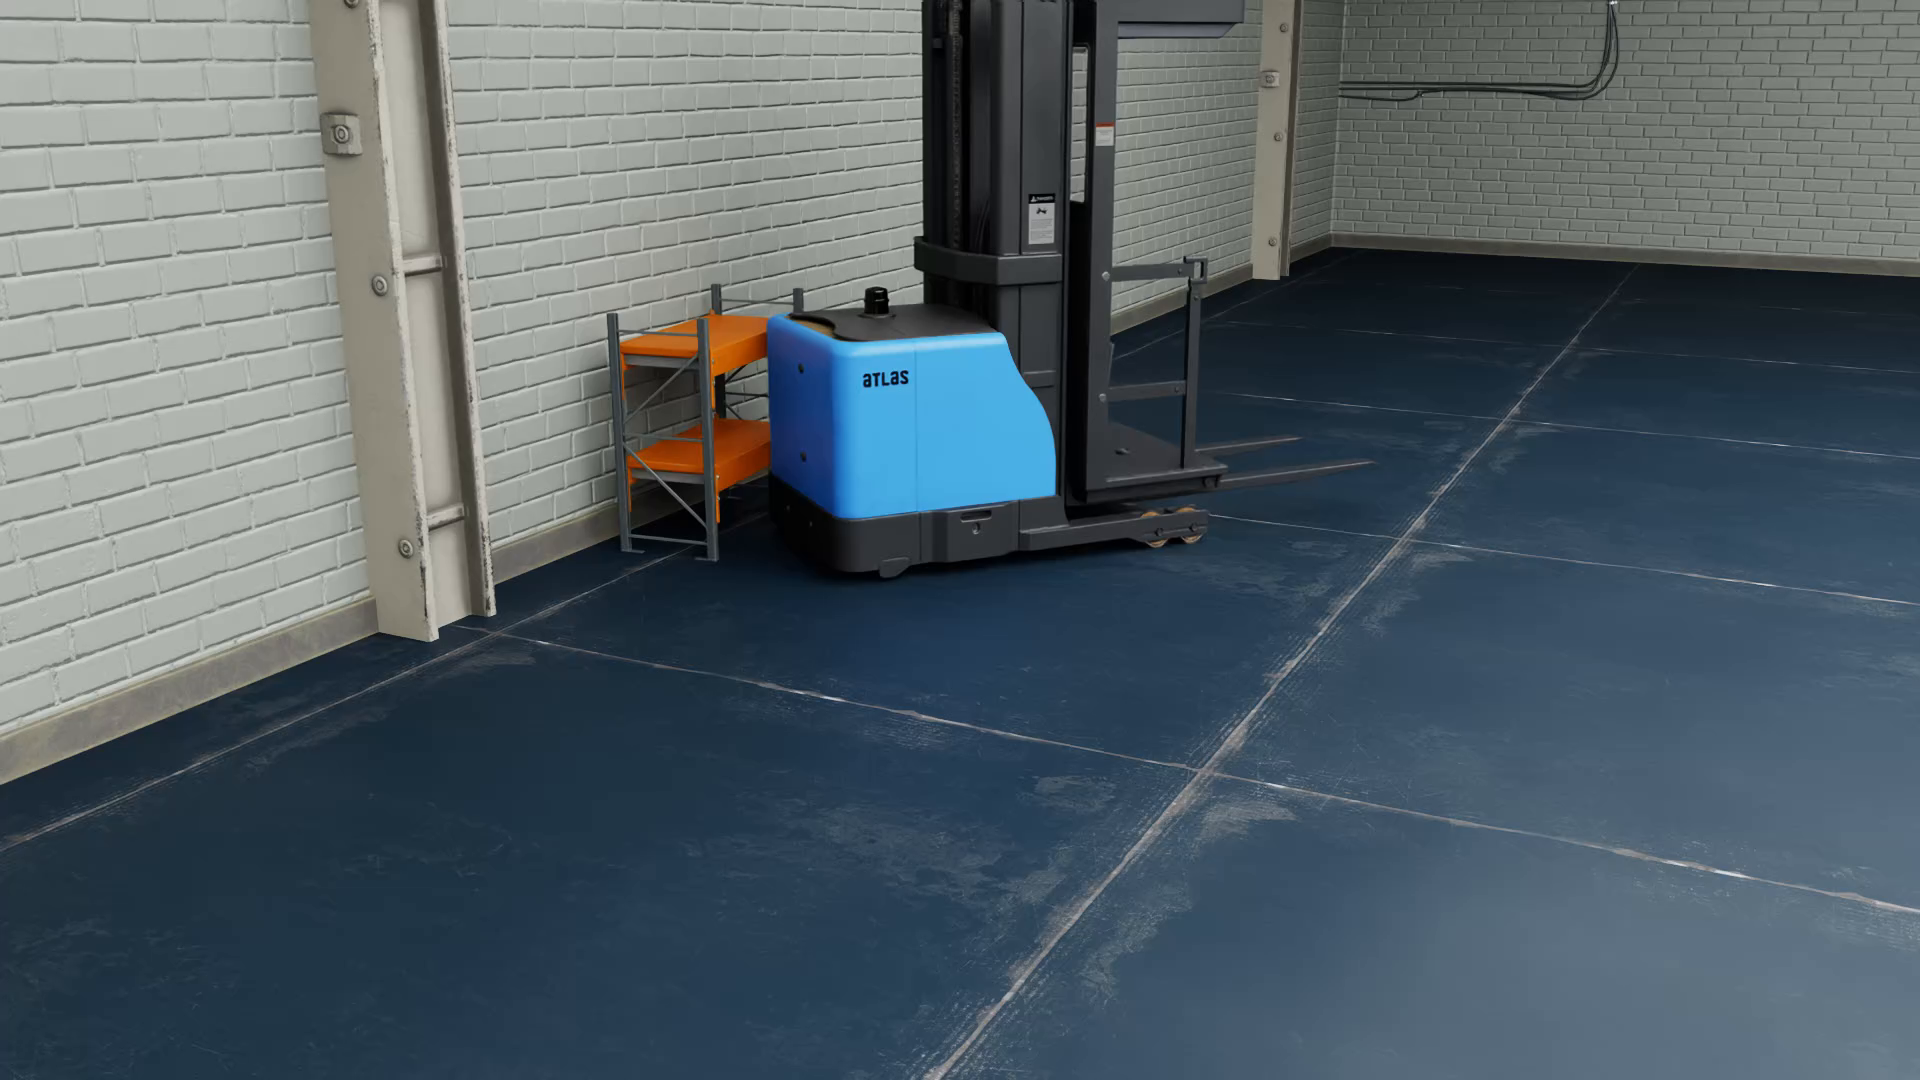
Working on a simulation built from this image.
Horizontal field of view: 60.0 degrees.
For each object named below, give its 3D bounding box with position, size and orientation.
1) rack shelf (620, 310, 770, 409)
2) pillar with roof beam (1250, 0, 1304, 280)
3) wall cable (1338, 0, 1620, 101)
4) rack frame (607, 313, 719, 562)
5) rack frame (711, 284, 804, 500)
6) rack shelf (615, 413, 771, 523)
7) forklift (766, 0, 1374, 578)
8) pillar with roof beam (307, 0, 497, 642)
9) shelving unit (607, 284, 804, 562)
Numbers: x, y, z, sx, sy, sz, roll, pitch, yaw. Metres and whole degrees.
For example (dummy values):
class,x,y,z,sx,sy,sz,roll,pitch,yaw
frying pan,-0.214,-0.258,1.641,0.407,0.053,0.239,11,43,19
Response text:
class,x,y,z,sx,sy,sz,roll,pitch,yaw
rack shelf,-1.192,-0.883,7.995,0.538,0.278,1.000,6,17,18
pillar with roof beam,7.044,-6.485,14.052,9.100,9.000,0.400,8,18,25
wall cable,5.692,-6.126,18.298,3.097,2.526,0.112,8,18,25
rack frame,-1.359,-0.466,7.618,0.500,1.125,0.032,6,17,18
rack frame,-1.025,-0.739,8.538,0.500,1.125,0.032,6,17,18
rack shelf,-1.192,-0.368,8.147,0.538,0.278,1.000,6,17,18
forklift,0.632,-1.499,7.925,3.031,2.935,1.130,-8,18,-24
pillar with roof beam,1.682,-3.428,3.761,9.100,9.000,0.400,8,18,25
shelving unit,-1.192,-0.603,8.078,0.538,1.125,1.048,6,17,18
